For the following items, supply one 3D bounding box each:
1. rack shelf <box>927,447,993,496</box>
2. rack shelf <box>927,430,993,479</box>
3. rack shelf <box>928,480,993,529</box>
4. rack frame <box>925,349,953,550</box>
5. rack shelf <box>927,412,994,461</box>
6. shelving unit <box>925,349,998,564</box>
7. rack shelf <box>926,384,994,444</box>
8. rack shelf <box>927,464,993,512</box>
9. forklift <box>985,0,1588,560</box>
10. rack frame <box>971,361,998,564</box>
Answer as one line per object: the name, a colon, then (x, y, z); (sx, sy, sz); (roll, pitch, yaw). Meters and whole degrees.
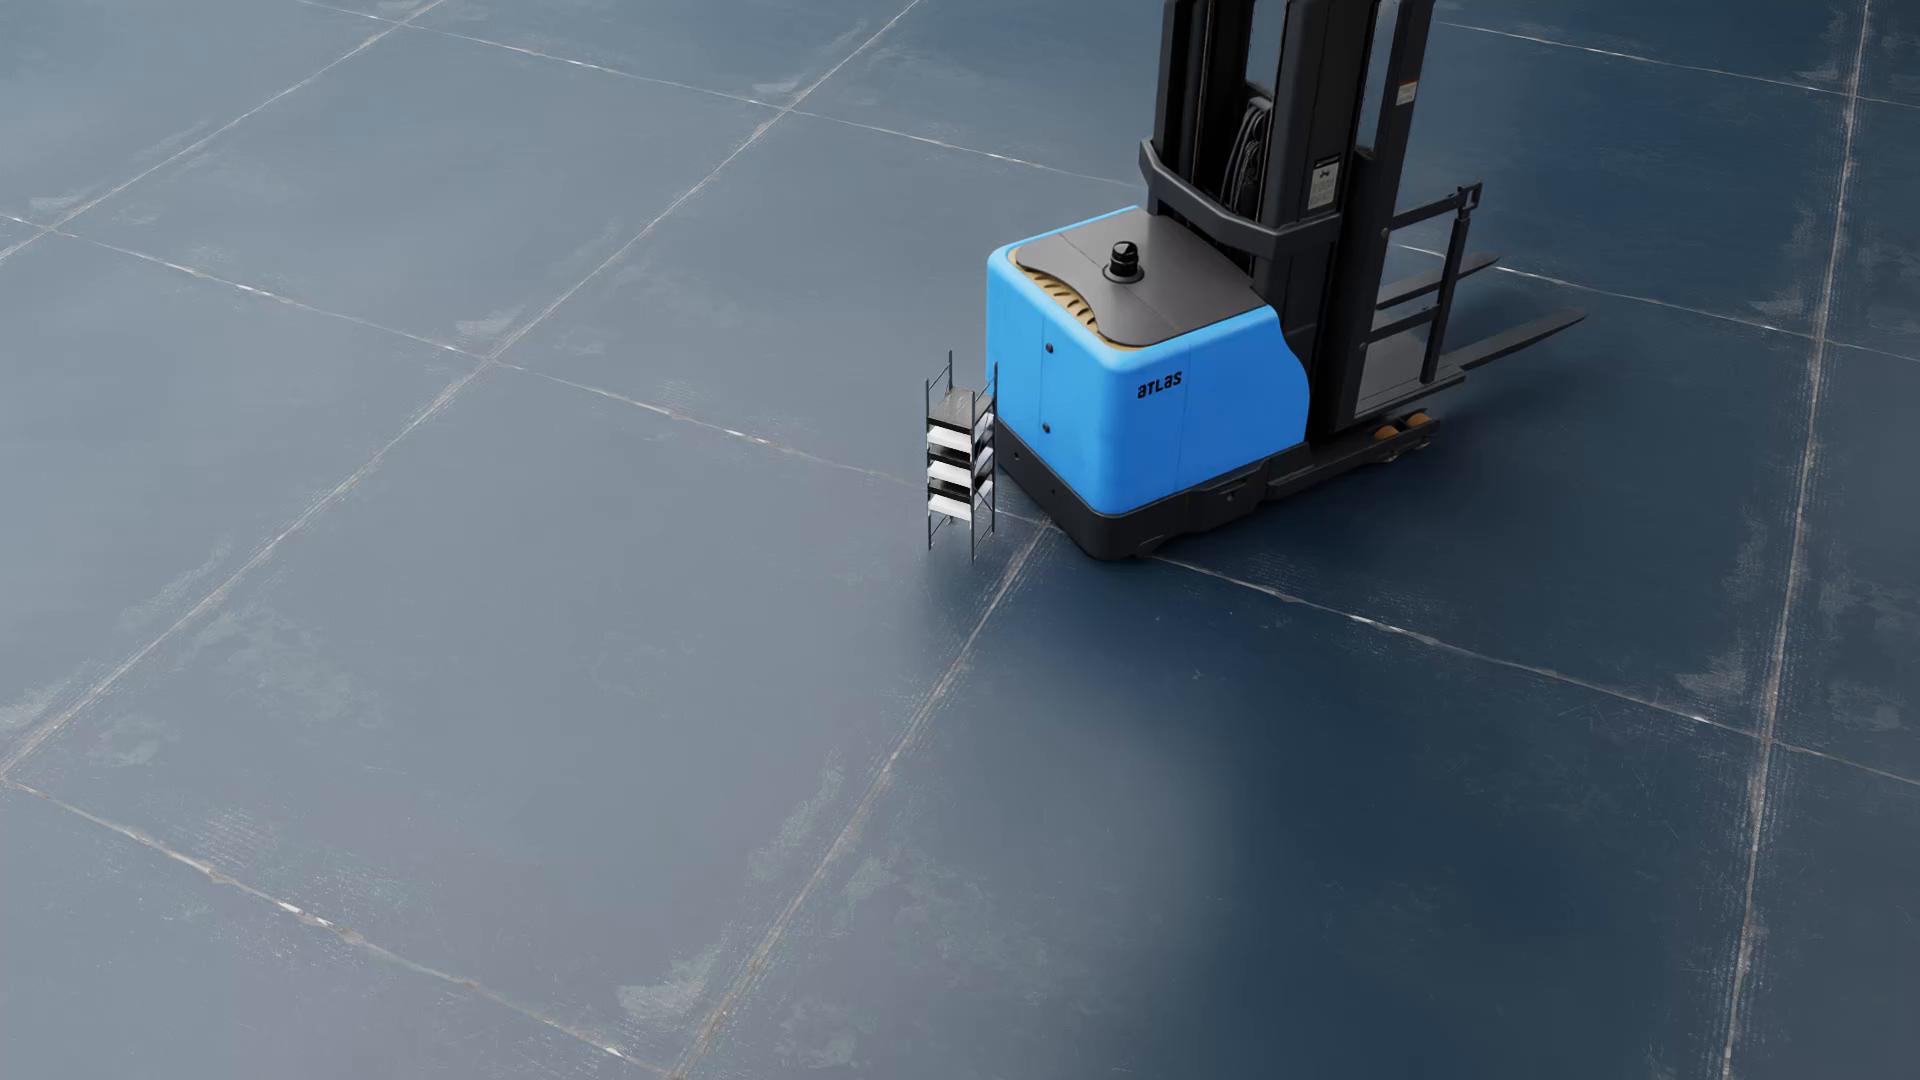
rack shelf: (0.007, -0.313, 6.974); (0.200, 0.077, 0.258); (17, 44, 19)
rack shelf: (0.007, -0.381, 6.916); (0.200, 0.077, 0.258); (17, 44, 19)
rack shelf: (0.007, -0.177, 7.092); (0.200, 0.077, 0.258); (17, 44, 19)
rack frame: (-0.085, -0.366, 6.985); (0.006, 0.900, 0.240); (17, 44, 19)
rack shelf: (0.007, -0.449, 6.857); (0.200, 0.077, 0.258); (17, 44, 19)
shelving unit: (0.007, -0.338, 6.953); (0.210, 0.900, 0.258); (17, 44, 19)
rack shelf: (0.007, -0.517, 6.798); (0.200, 0.077, 0.258); (17, 44, 19)
rack shelf: (0.007, -0.245, 7.033); (0.200, 0.077, 0.258); (17, 44, 19)
forklift: (1.631, -1.742, 7.022); (3.031, 2.935, 1.130); (-21, 45, -23)
rack frame: (0.099, -0.310, 6.920); (0.006, 0.900, 0.240); (17, 44, 19)
